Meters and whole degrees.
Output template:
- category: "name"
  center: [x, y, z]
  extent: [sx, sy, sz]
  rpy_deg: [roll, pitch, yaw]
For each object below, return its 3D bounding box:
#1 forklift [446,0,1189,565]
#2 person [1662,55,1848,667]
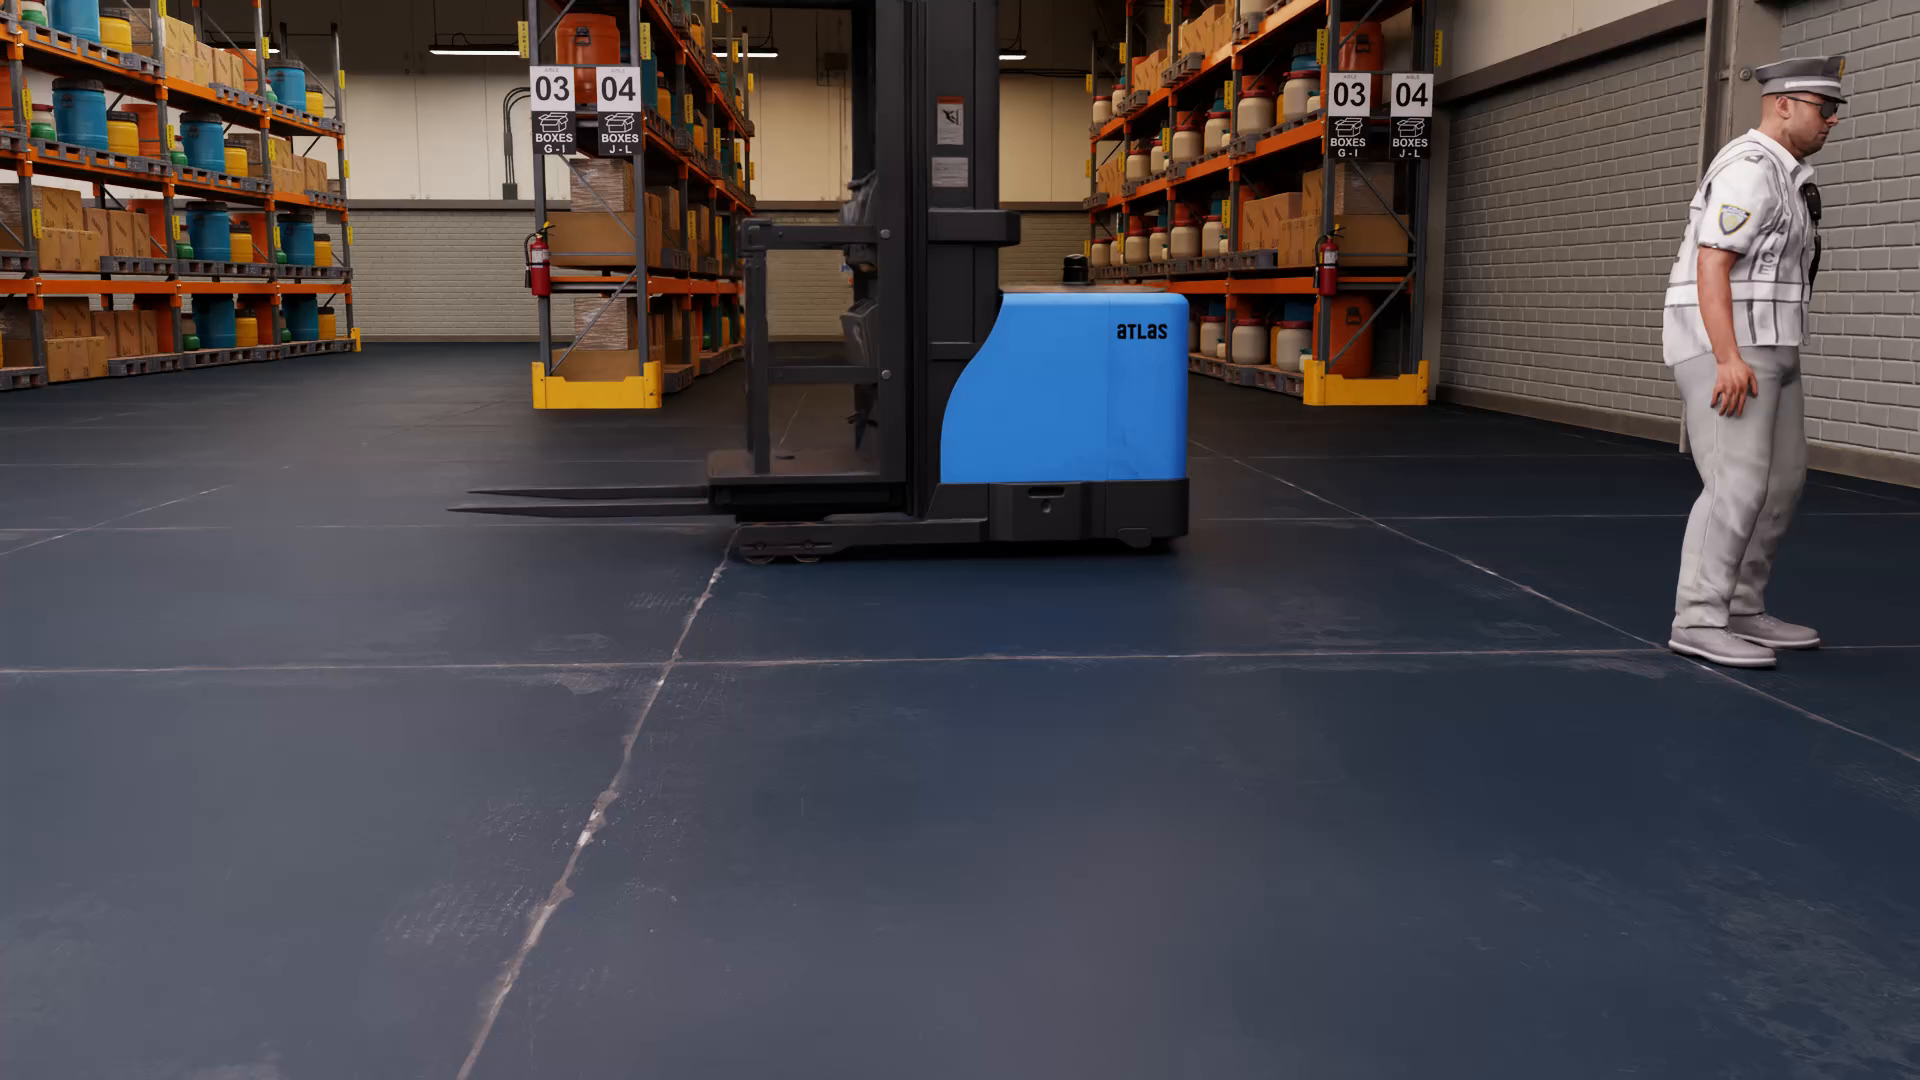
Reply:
- category: "forklift"
  center: [-0.604, -1.435, 6.993]
  extent: [3.031, 2.935, 1.130]
  rpy_deg: [-1, 9, -9]
- category: "person"
  center: [2.351, -0.536, 4.969]
  extent: [0.442, 1.746, 0.590]
  rpy_deg: [8, 11, 42]
